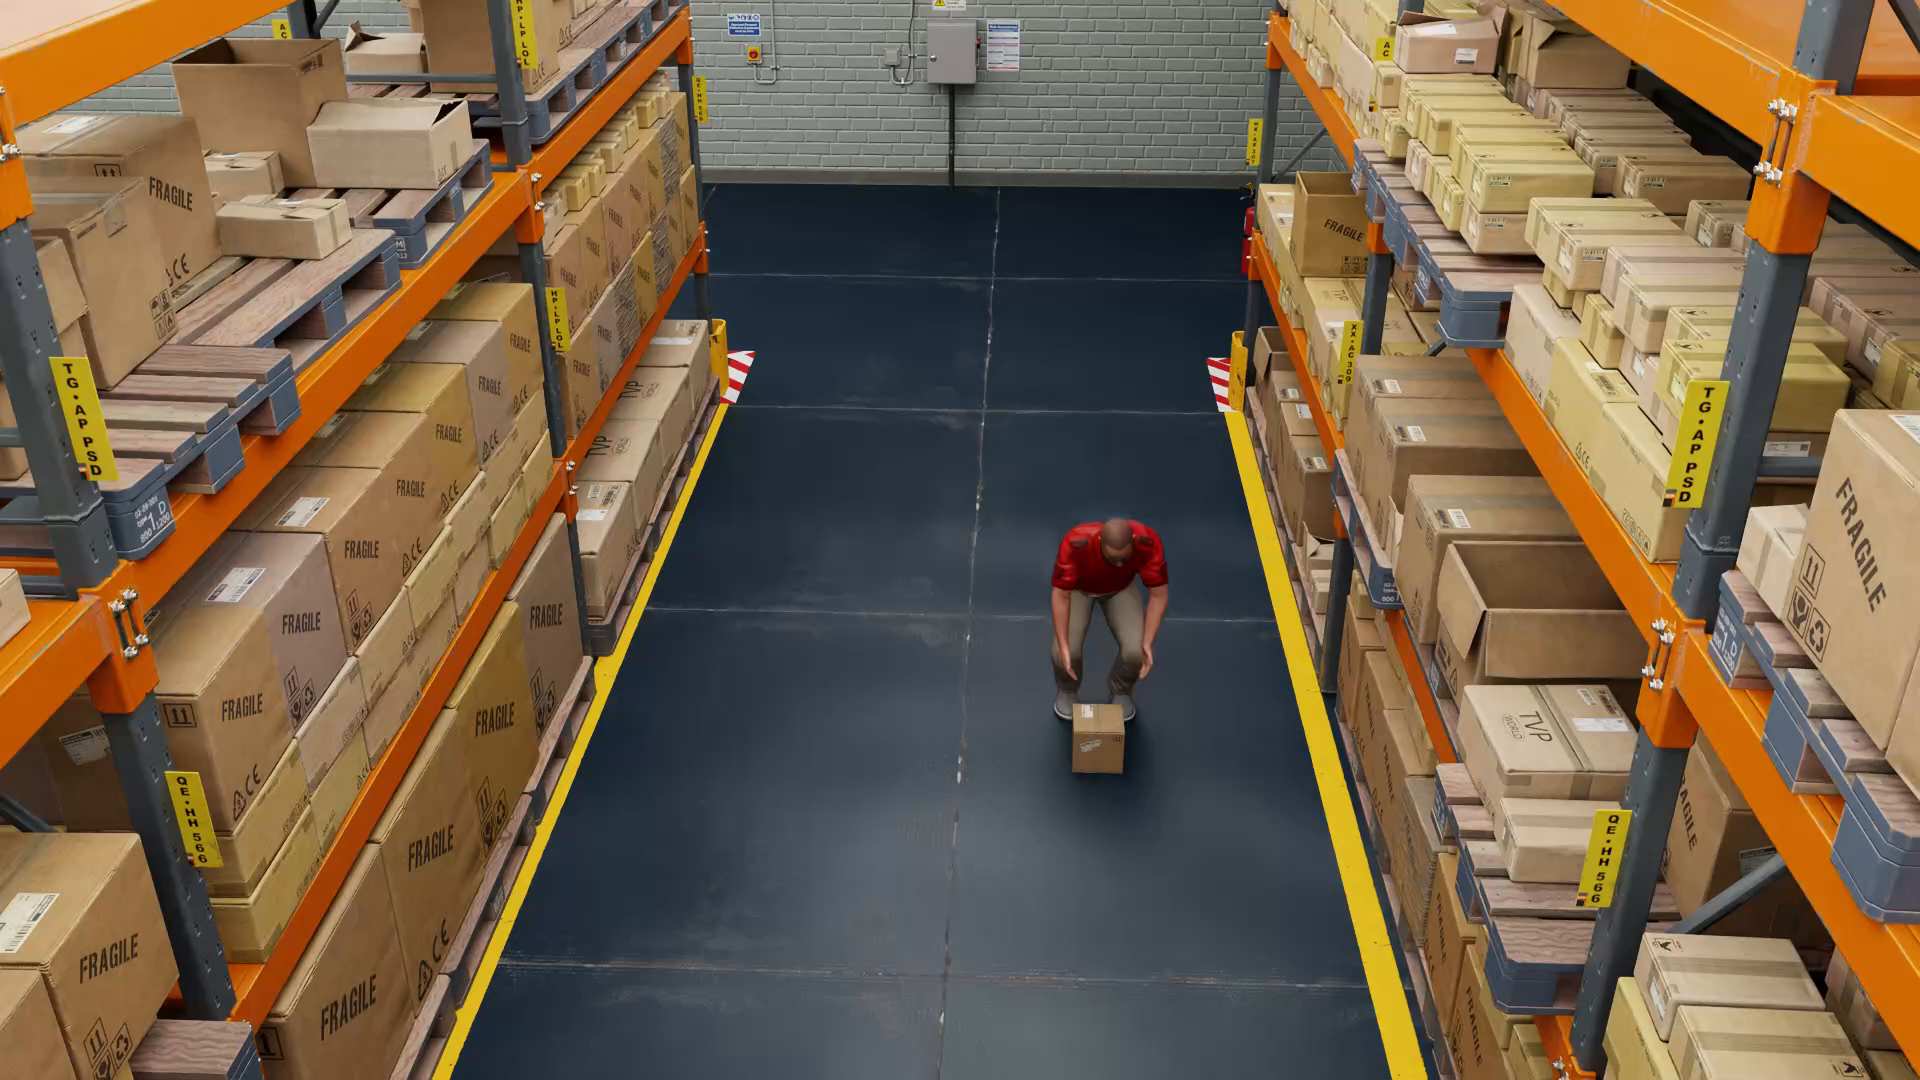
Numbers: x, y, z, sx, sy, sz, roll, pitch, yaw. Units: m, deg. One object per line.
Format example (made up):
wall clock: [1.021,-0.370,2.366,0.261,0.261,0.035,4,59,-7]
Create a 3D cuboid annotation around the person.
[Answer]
person: [0.749,0.344,8.465,0.588,1.289,0.770,1,28,2]
